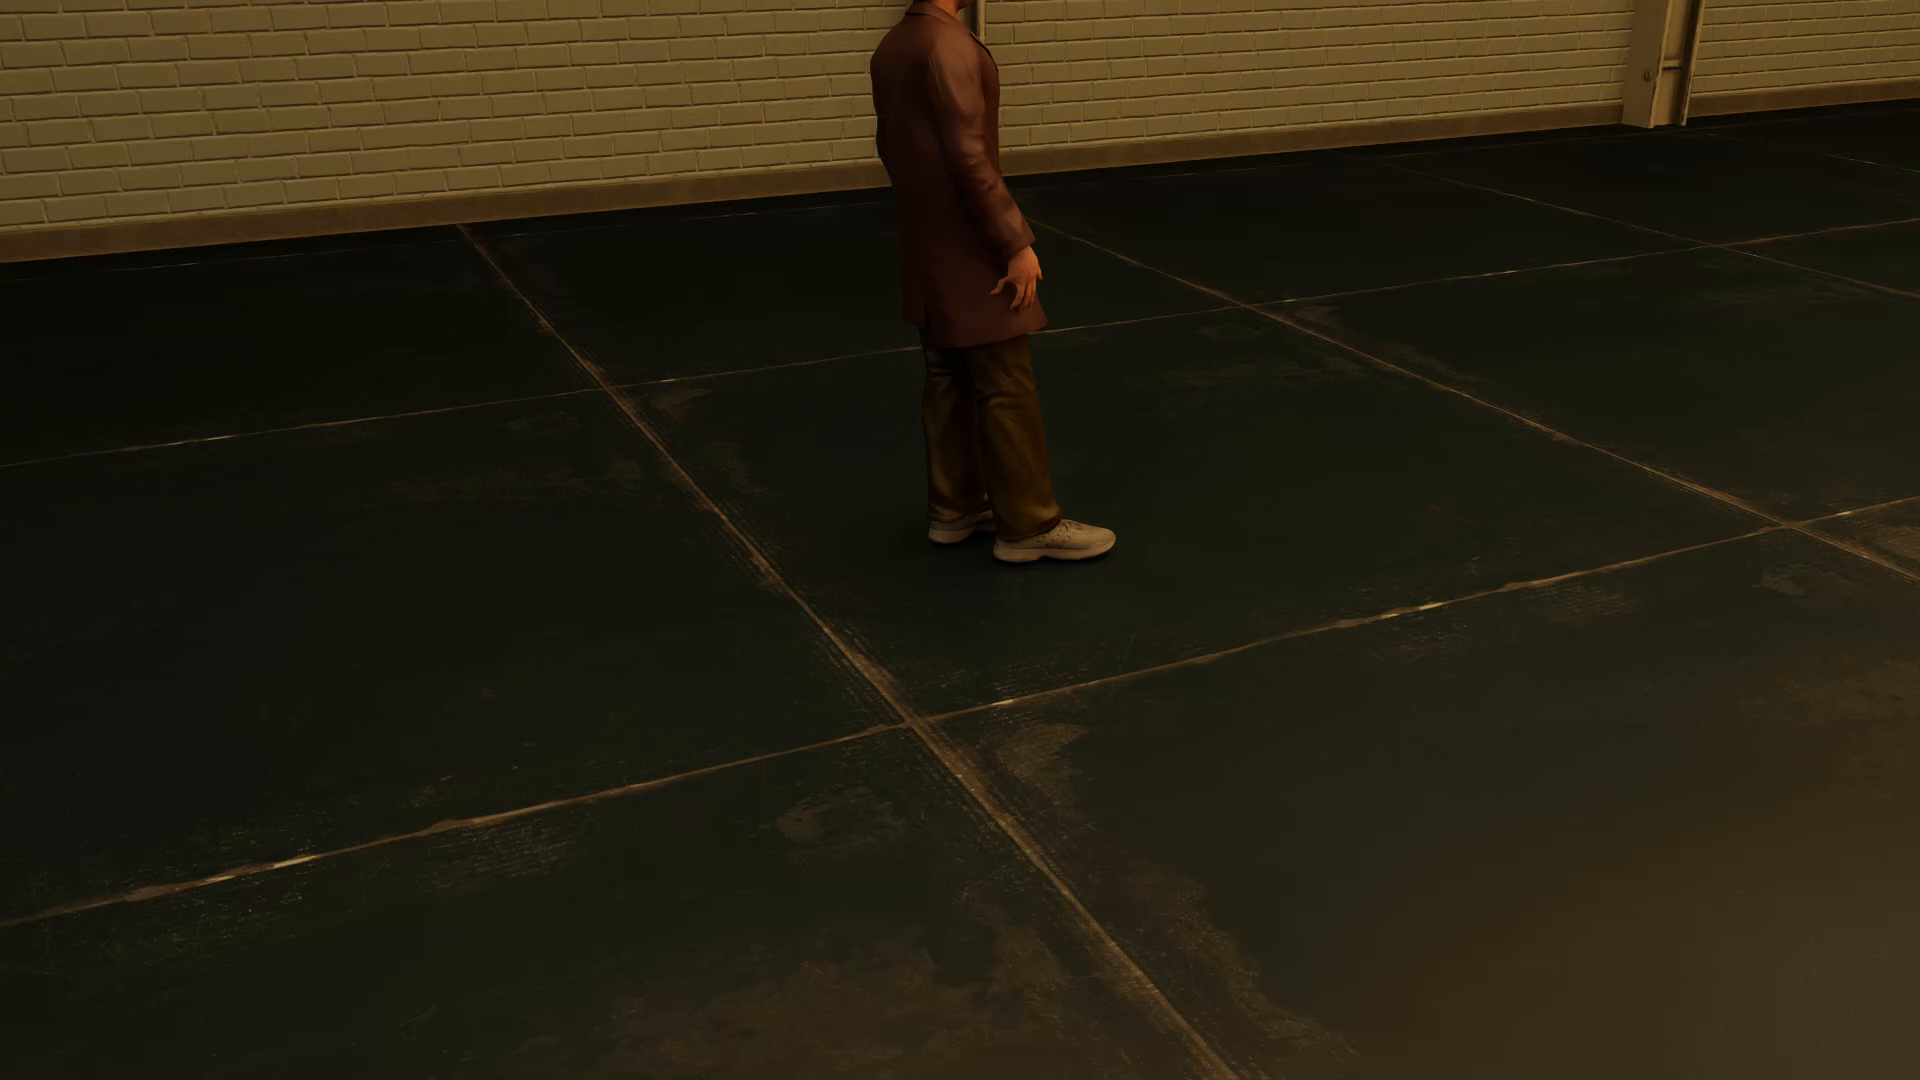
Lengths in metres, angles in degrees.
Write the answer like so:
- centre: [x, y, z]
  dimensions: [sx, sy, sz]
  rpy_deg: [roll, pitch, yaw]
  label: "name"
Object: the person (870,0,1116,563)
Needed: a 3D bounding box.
- centre: [0.084, -0.841, 4.794]
  dimensions: [0.582, 1.776, 0.696]
  rpy_deg: [-10, 25, -23]
  label: "person"
